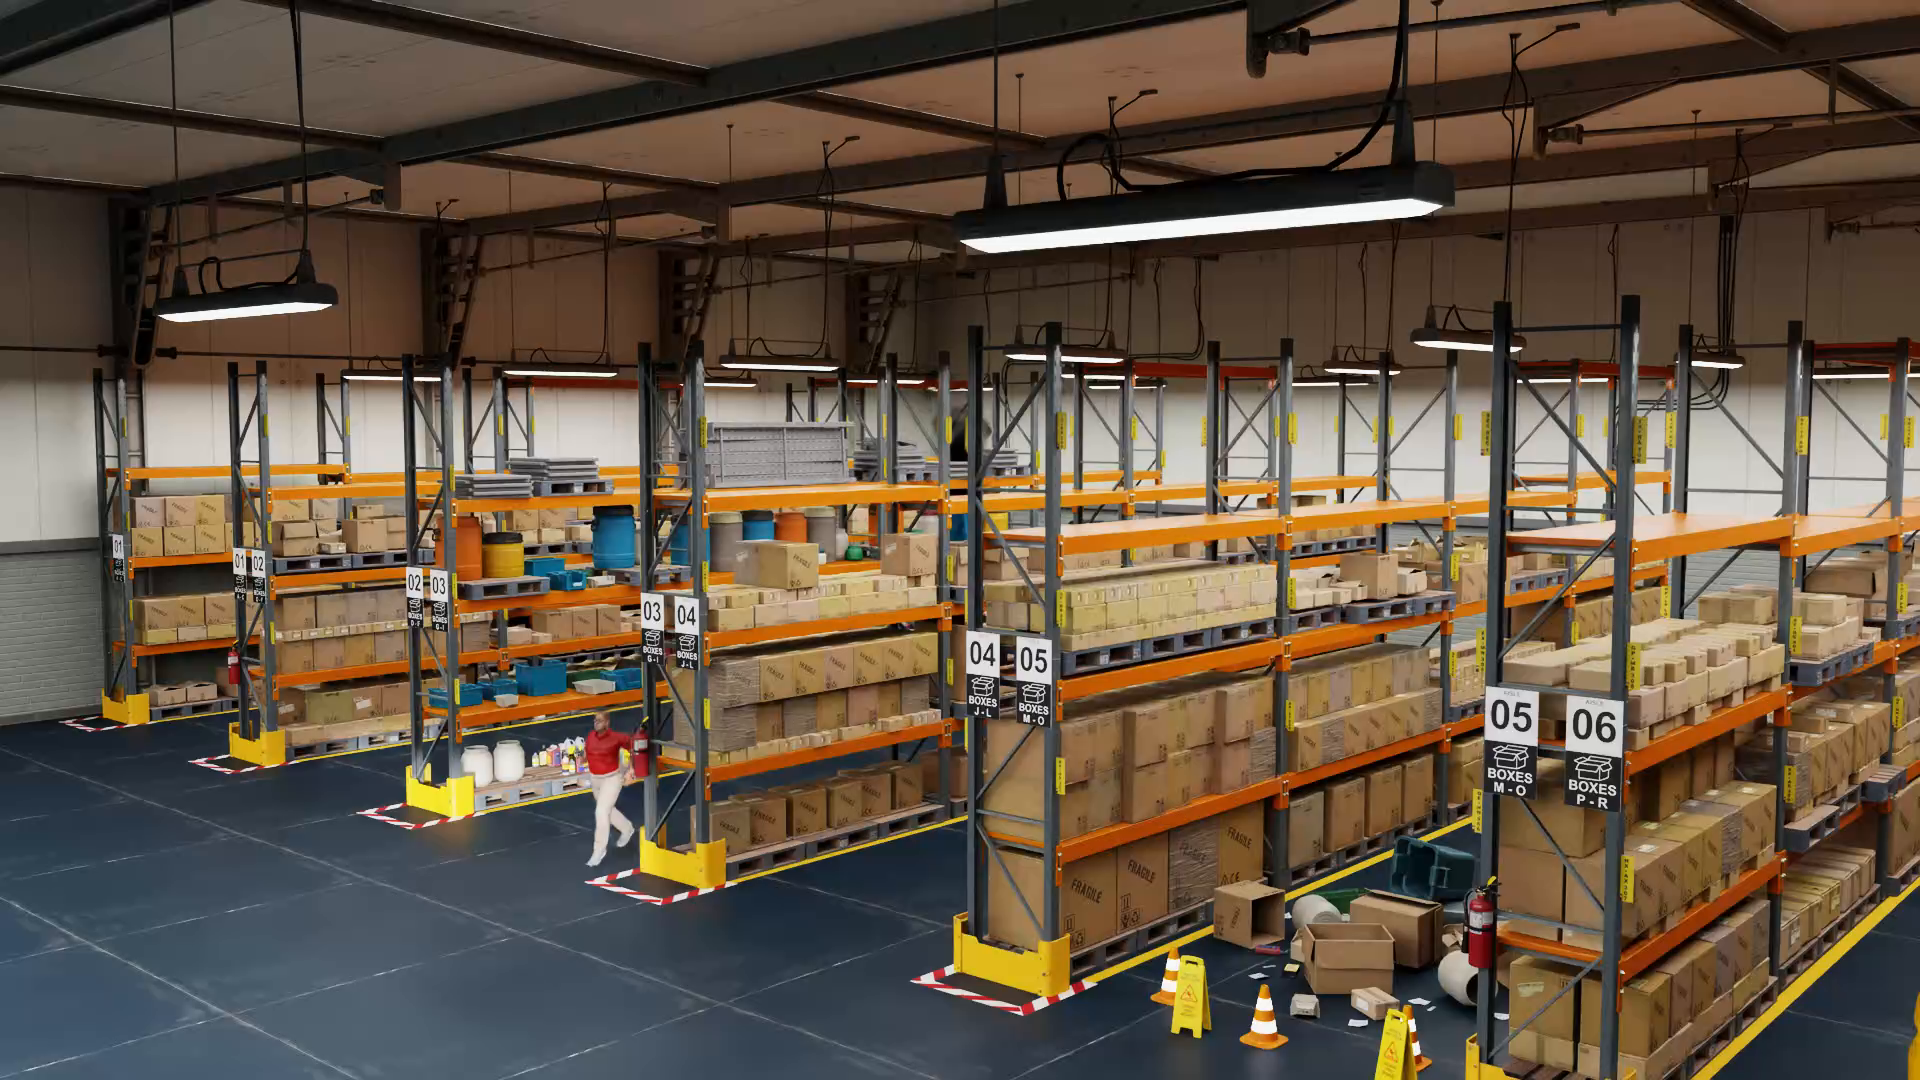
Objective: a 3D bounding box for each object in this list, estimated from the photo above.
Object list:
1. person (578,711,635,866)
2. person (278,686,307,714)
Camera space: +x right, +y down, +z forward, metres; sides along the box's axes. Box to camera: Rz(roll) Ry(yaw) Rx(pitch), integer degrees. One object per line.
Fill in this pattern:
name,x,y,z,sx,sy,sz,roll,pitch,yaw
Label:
person,-4.152,2.873,19.587,0.693,1.757,0.935,3,5,33
person,-11.095,2.272,27.351,0.679,1.803,0.784,3,5,38
